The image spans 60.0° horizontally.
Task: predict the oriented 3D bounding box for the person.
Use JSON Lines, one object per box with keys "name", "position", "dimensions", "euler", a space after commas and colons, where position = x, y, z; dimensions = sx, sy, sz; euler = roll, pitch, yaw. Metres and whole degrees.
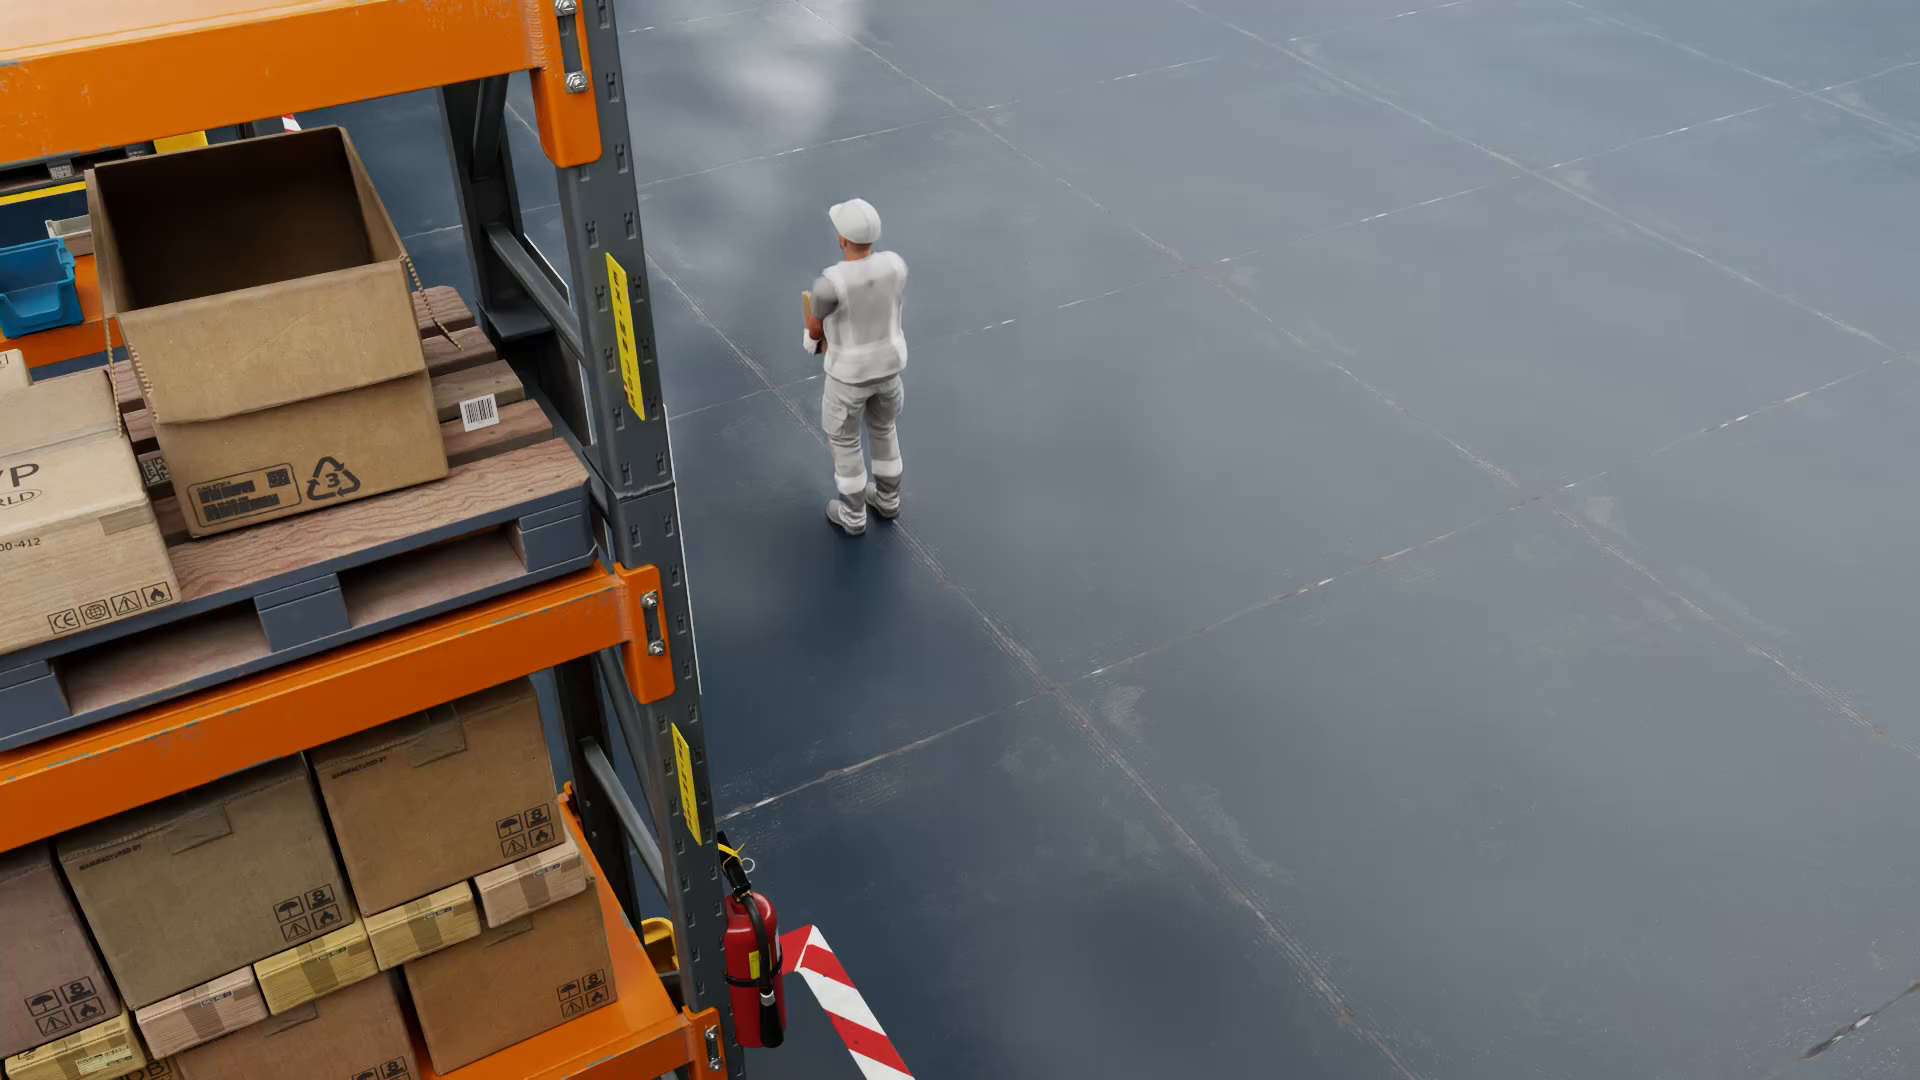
{"name": "person", "position": [-0.524, -0.876, 8.093], "dimensions": [0.495, 1.786, 0.559], "euler": [-19, 41, -24]}
